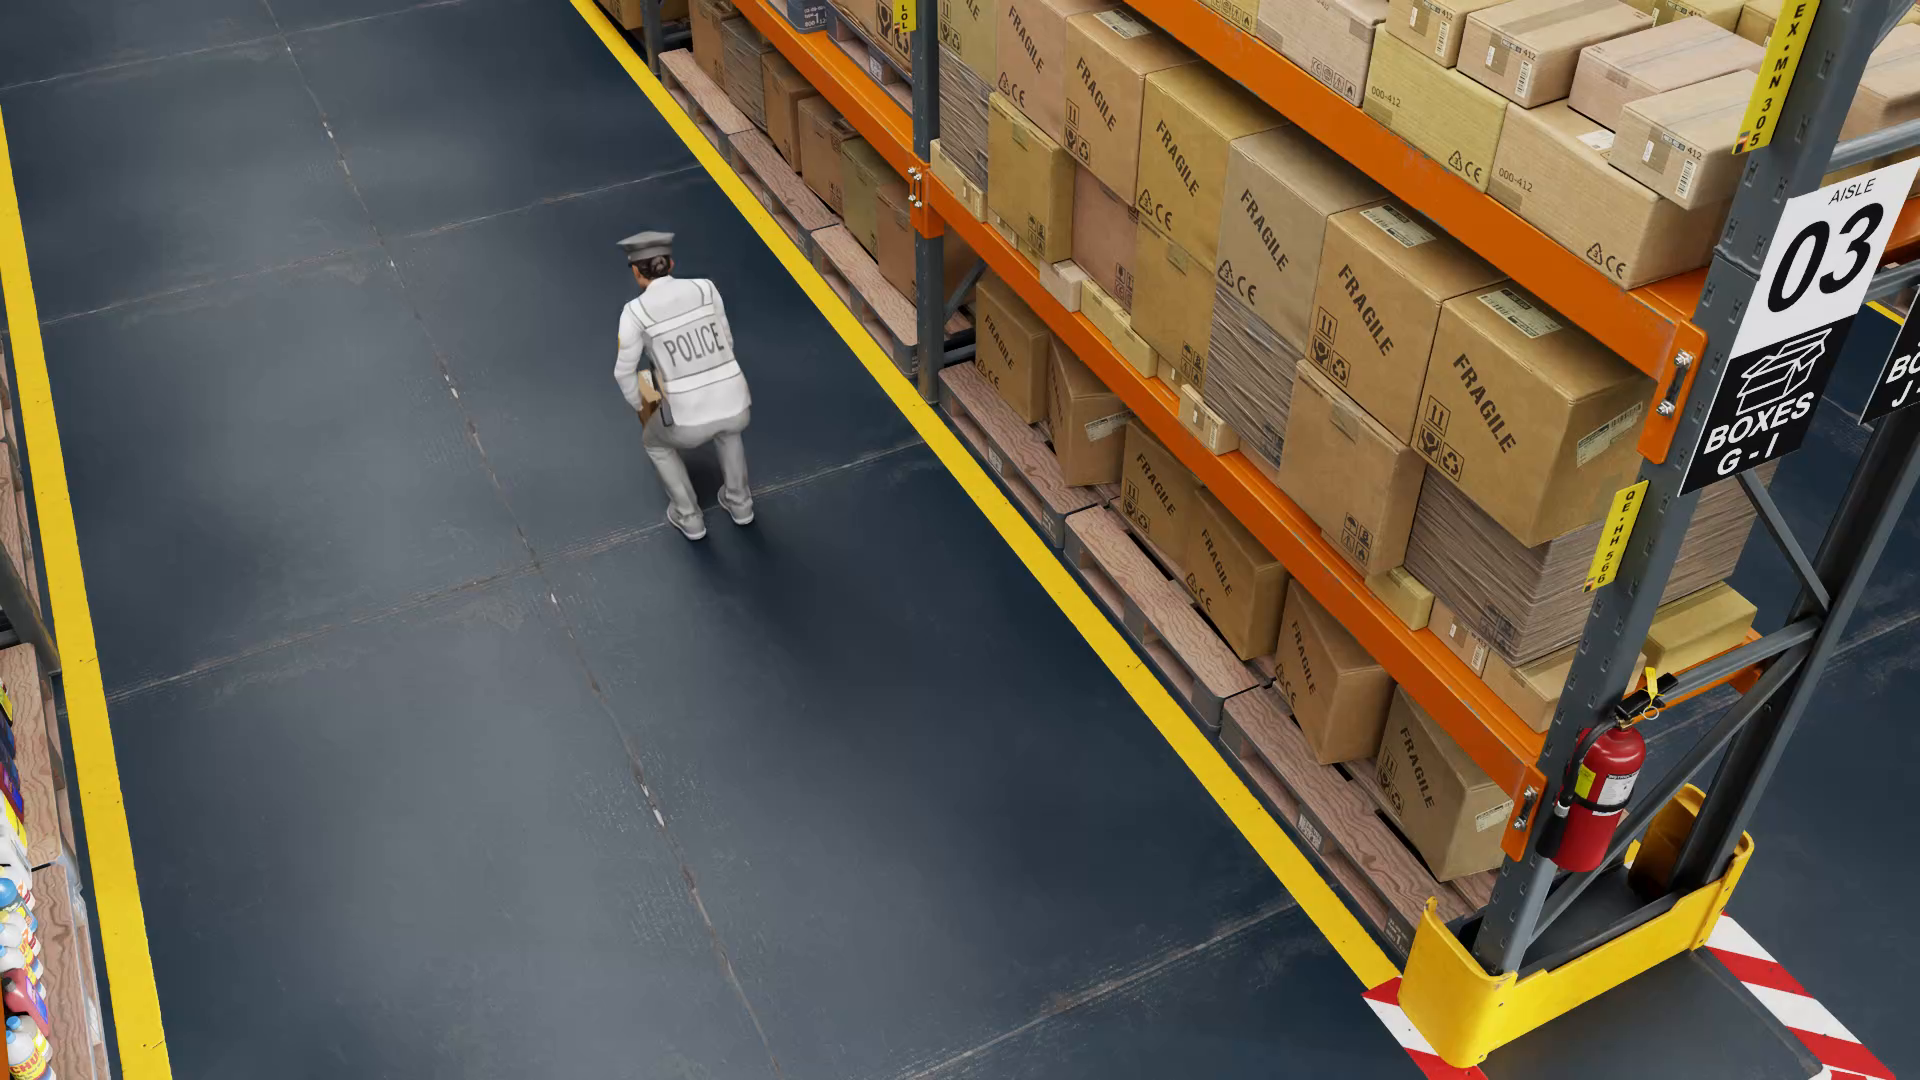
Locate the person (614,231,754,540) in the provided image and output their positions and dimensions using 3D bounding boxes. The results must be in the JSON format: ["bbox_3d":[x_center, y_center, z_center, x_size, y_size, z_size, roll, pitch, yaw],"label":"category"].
[{"bbox_3d":[-1.186,-0.637,7.126,0.535,1.345,0.723,-19,45,-20],"label":"person"}]
